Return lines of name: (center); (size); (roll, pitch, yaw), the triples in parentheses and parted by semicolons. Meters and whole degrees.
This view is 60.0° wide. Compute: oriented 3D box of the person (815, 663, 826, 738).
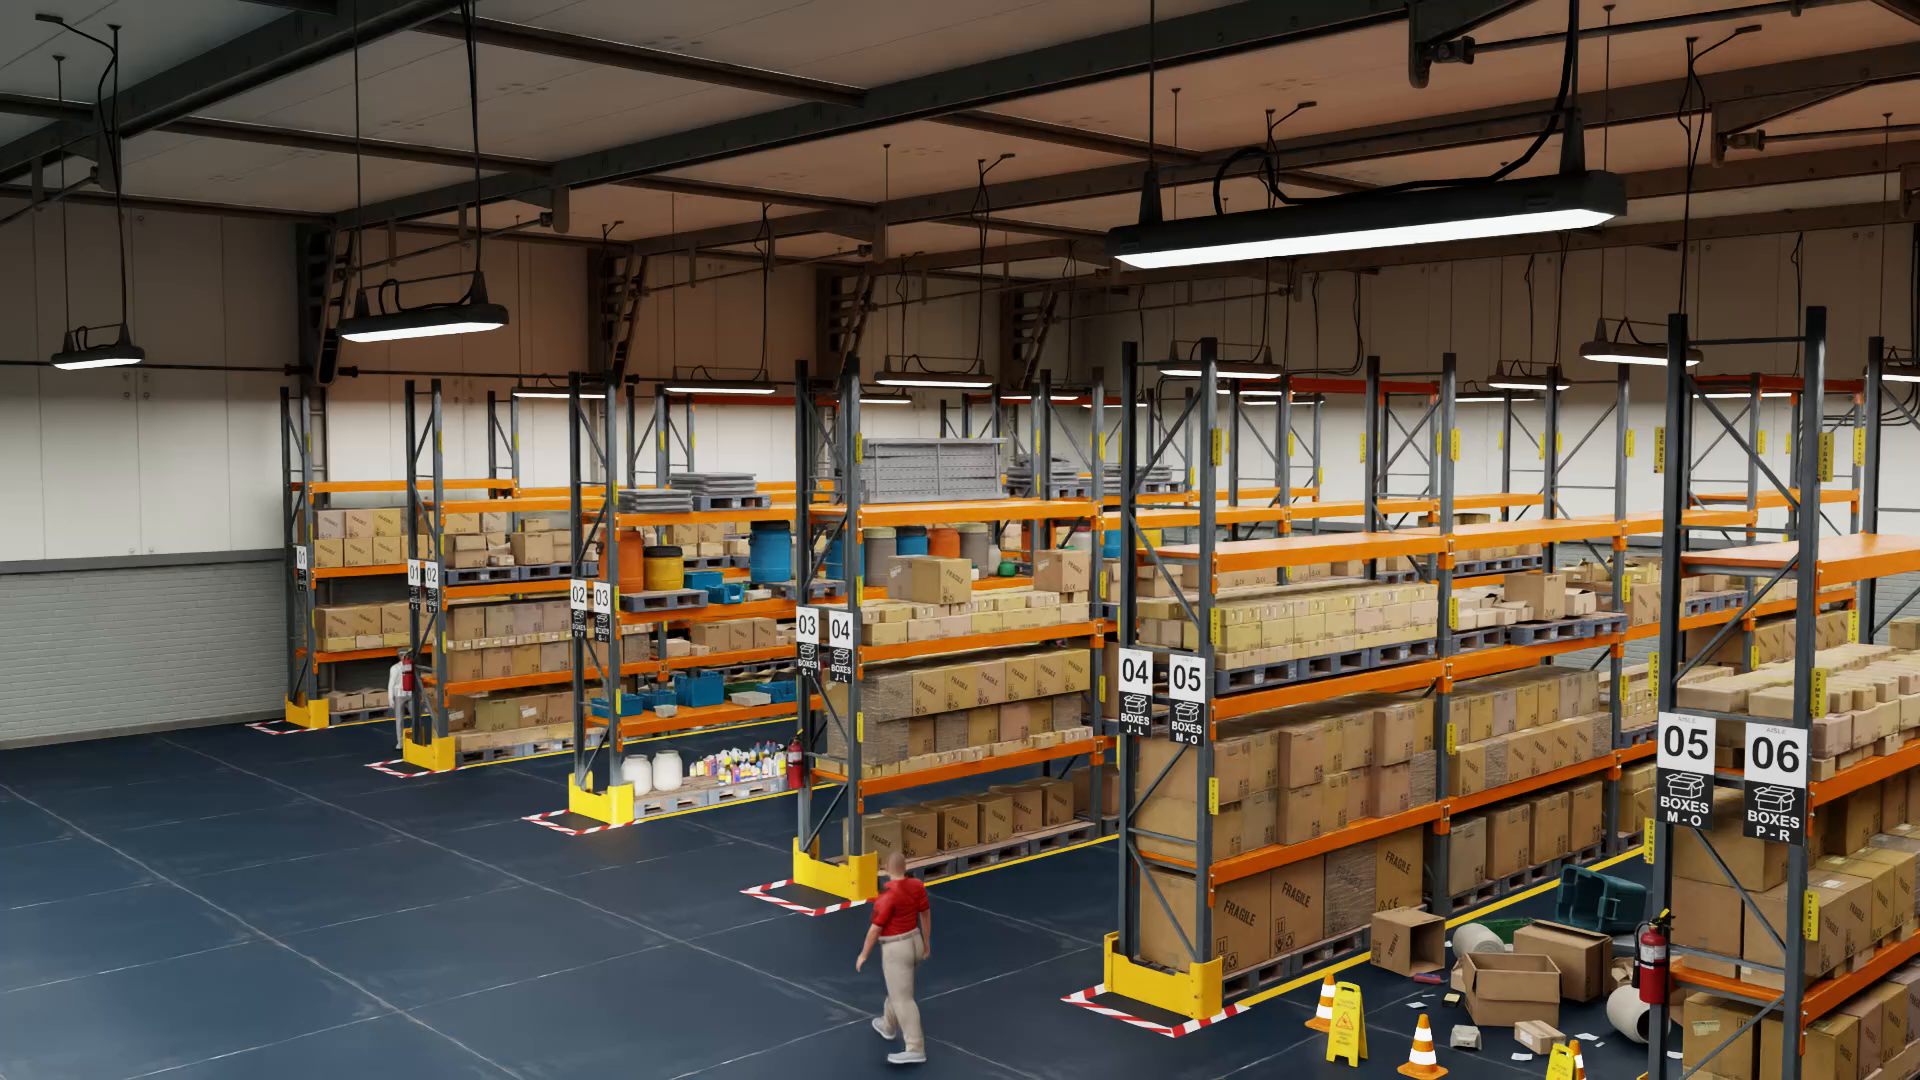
person: (-2.432, 2.532, 28.071); (0.462, 1.724, 0.443); (0, 4, -7)

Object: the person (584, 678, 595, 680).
person: (-6.628, 2.425, 29.913); (0.498, 1.681, 0.447); (-3, 5, -41)

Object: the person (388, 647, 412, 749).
person: (-9.079, 2.597, 27.232); (0.534, 1.698, 0.474); (-3, 5, -39)

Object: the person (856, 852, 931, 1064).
person: (-0.535, 3.418, 13.887); (0.810, 1.693, 0.677); (2, 4, 29)
